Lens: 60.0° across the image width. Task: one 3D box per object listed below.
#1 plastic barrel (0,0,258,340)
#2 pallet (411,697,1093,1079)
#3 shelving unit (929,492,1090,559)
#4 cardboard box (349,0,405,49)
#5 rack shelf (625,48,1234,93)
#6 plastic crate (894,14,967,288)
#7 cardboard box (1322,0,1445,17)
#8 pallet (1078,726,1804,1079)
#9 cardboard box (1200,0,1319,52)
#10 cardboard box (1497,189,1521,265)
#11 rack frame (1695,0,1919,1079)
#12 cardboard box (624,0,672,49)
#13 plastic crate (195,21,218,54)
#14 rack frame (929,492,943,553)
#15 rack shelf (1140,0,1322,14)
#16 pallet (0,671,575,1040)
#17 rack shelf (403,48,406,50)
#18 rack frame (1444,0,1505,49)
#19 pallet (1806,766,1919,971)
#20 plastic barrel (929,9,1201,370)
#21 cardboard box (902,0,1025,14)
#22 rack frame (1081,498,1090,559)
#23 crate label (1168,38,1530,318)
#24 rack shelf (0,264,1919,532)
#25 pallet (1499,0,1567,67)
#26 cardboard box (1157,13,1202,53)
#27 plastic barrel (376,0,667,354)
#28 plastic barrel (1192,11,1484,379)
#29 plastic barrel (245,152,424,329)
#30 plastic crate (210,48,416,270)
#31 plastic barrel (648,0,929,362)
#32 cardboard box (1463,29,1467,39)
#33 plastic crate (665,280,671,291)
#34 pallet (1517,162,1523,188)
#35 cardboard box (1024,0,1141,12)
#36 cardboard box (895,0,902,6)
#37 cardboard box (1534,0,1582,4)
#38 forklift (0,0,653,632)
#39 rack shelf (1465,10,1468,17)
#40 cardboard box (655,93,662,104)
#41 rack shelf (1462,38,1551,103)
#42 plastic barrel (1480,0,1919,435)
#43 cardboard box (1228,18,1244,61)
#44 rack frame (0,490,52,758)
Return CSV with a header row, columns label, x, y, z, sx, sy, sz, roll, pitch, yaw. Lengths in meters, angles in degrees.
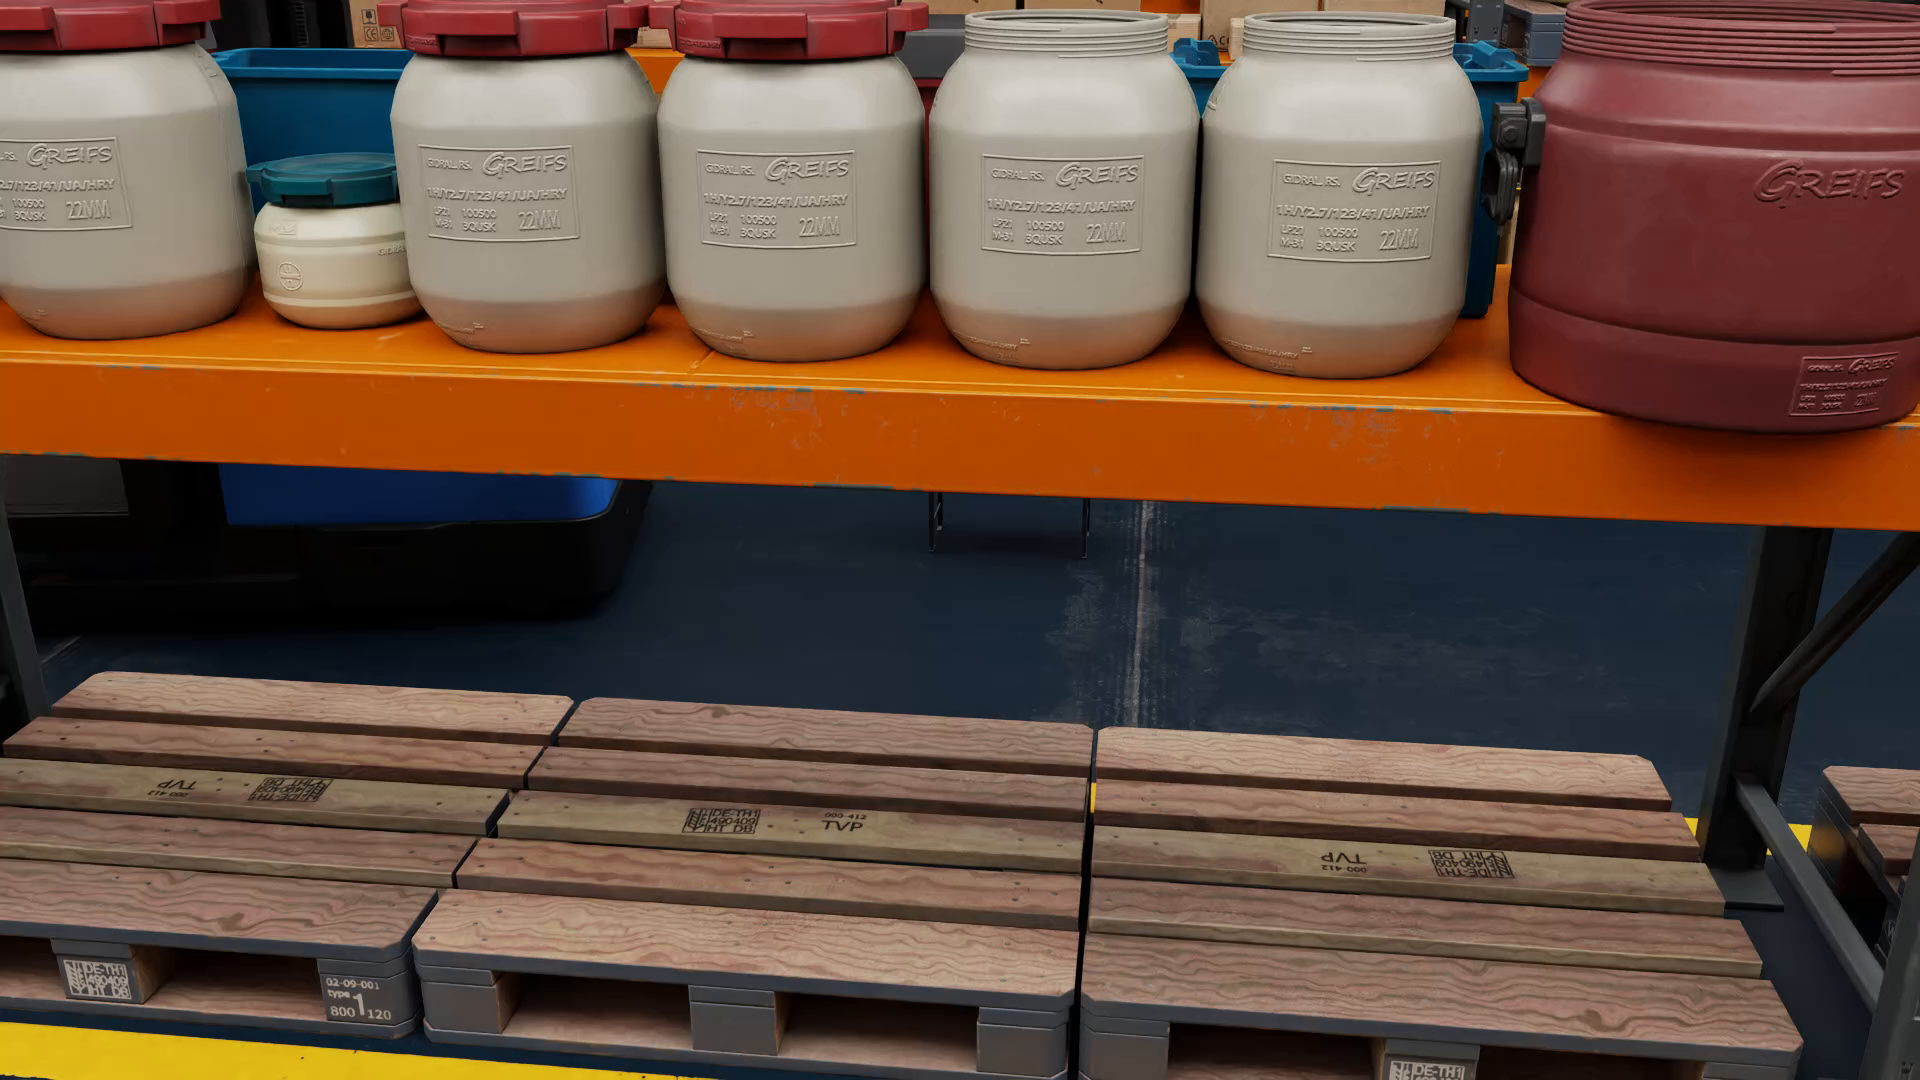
label,x,y,z,sx,sy,sz,roll,pitch,yaw
plastic barrel,-1.422,-0.634,2.780,0.433,0.535,0.433,0,22,0
pallet,-0.347,0.676,3.443,1.213,0.211,1.003,2,22,6
shelving unit,0.164,-0.551,5.201,0.503,1.200,0.258,2,22,6
cardboard box,-2.726,-2.585,7.762,0.500,0.500,0.700,2,22,6
rack shelf,0.226,-2.080,7.599,4.000,0.370,1.077,2,22,6
plastic crate,0.057,-0.731,3.122,0.583,0.464,0.402,2,22,6
cardboard box,1.856,-2.318,7.345,0.500,0.311,0.500,4,22,10
pallet,0.861,0.729,3.308,1.213,0.211,1.003,2,22,6
cardboard box,1.347,-2.396,7.541,0.500,0.311,0.500,2,22,6
cardboard box,2.631,-1.246,7.313,0.500,0.500,0.500,3,22,9
rack frame,1.626,-0.520,2.674,0.127,3.000,1.000,2,22,6
cardboard box,-1.266,-2.426,7.700,0.500,0.250,0.500,4,22,10
plastic crate,-1.829,-0.813,3.330,0.583,0.464,0.402,2,22,6
rack frame,-0.078,-0.561,5.228,0.015,1.200,0.240,2,22,6
rack shelf,0.806,-3.889,12.175,4.000,0.370,1.077,2,22,6
pallet,-1.562,0.624,3.575,1.213,0.211,1.003,2,22,6
rack shelf,-3.746,-2.253,8.037,4.000,0.370,1.077,2,22,6
rack frame,2.213,-2.328,7.248,0.127,3.000,1.000,2,22,6
pallet,2.414,0.796,3.139,1.213,0.211,1.003,2,22,6
plastic barrel,0.161,-0.556,2.615,0.421,0.512,0.421,0,22,0
cardboard box,0.022,-2.464,7.456,0.500,0.500,0.500,3,22,6
rack frame,0.407,-0.540,5.174,0.015,1.200,0.240,2,22,6
crate label,0.671,-0.678,3.026,0.616,0.435,0.502,2,22,6
rack shelf,-0.360,-0.272,3.025,4.000,0.370,1.077,2,22,6
pallet,2.894,-2.235,7.274,1.003,0.211,1.213,2,22,6
cardboard box,0.940,-2.246,7.382,0.250,0.149,0.380,4,22,10
plastic barrel,-0.693,-0.603,2.699,0.433,0.535,0.433,0,22,0
plastic barrel,0.579,-0.538,2.569,0.421,0.512,0.421,0,22,0
plastic barrel,-1.050,-0.515,2.851,0.301,0.262,0.301,0,22,0
plastic crate,-1.214,-0.751,3.281,0.575,0.384,0.392,2,22,6
plastic barrel,-0.264,-0.584,2.652,0.433,0.535,0.433,0,22,0
cardboard box,3.507,-3.253,11.940,0.750,0.750,0.750,2,22,6
plastic crate,-0.584,-0.622,3.221,0.662,0.188,0.450,2,22,6
pallet,3.566,-2.778,12.180,1.213,0.211,1.003,2,22,6
cardboard box,0.544,-2.441,7.398,0.500,0.500,0.500,1,22,3
cardboard box,-0.476,-2.486,7.511,0.500,0.500,0.500,4,22,10
cardboard box,2.851,-2.584,7.188,0.500,0.500,0.700,-5,22,-12
forklift,-2.546,-1.295,4.729,3.031,2.935,1.130,-1,22,-3
rack shelf,4.778,-3.716,11.737,4.000,0.370,1.077,2,22,6
cardboard box,-2.216,-3.382,12.716,0.500,0.500,0.500,1,22,2
rack shelf,4.199,-1.907,7.162,4.000,0.370,1.077,2,22,6
plastic barrel,1.129,-0.492,2.420,0.708,0.536,0.600,2,22,6
cardboard box,1.287,-2.149,7.138,0.250,0.149,0.380,2,22,6
rack frame,-2.346,-0.693,3.112,0.127,3.000,1.000,2,22,6
